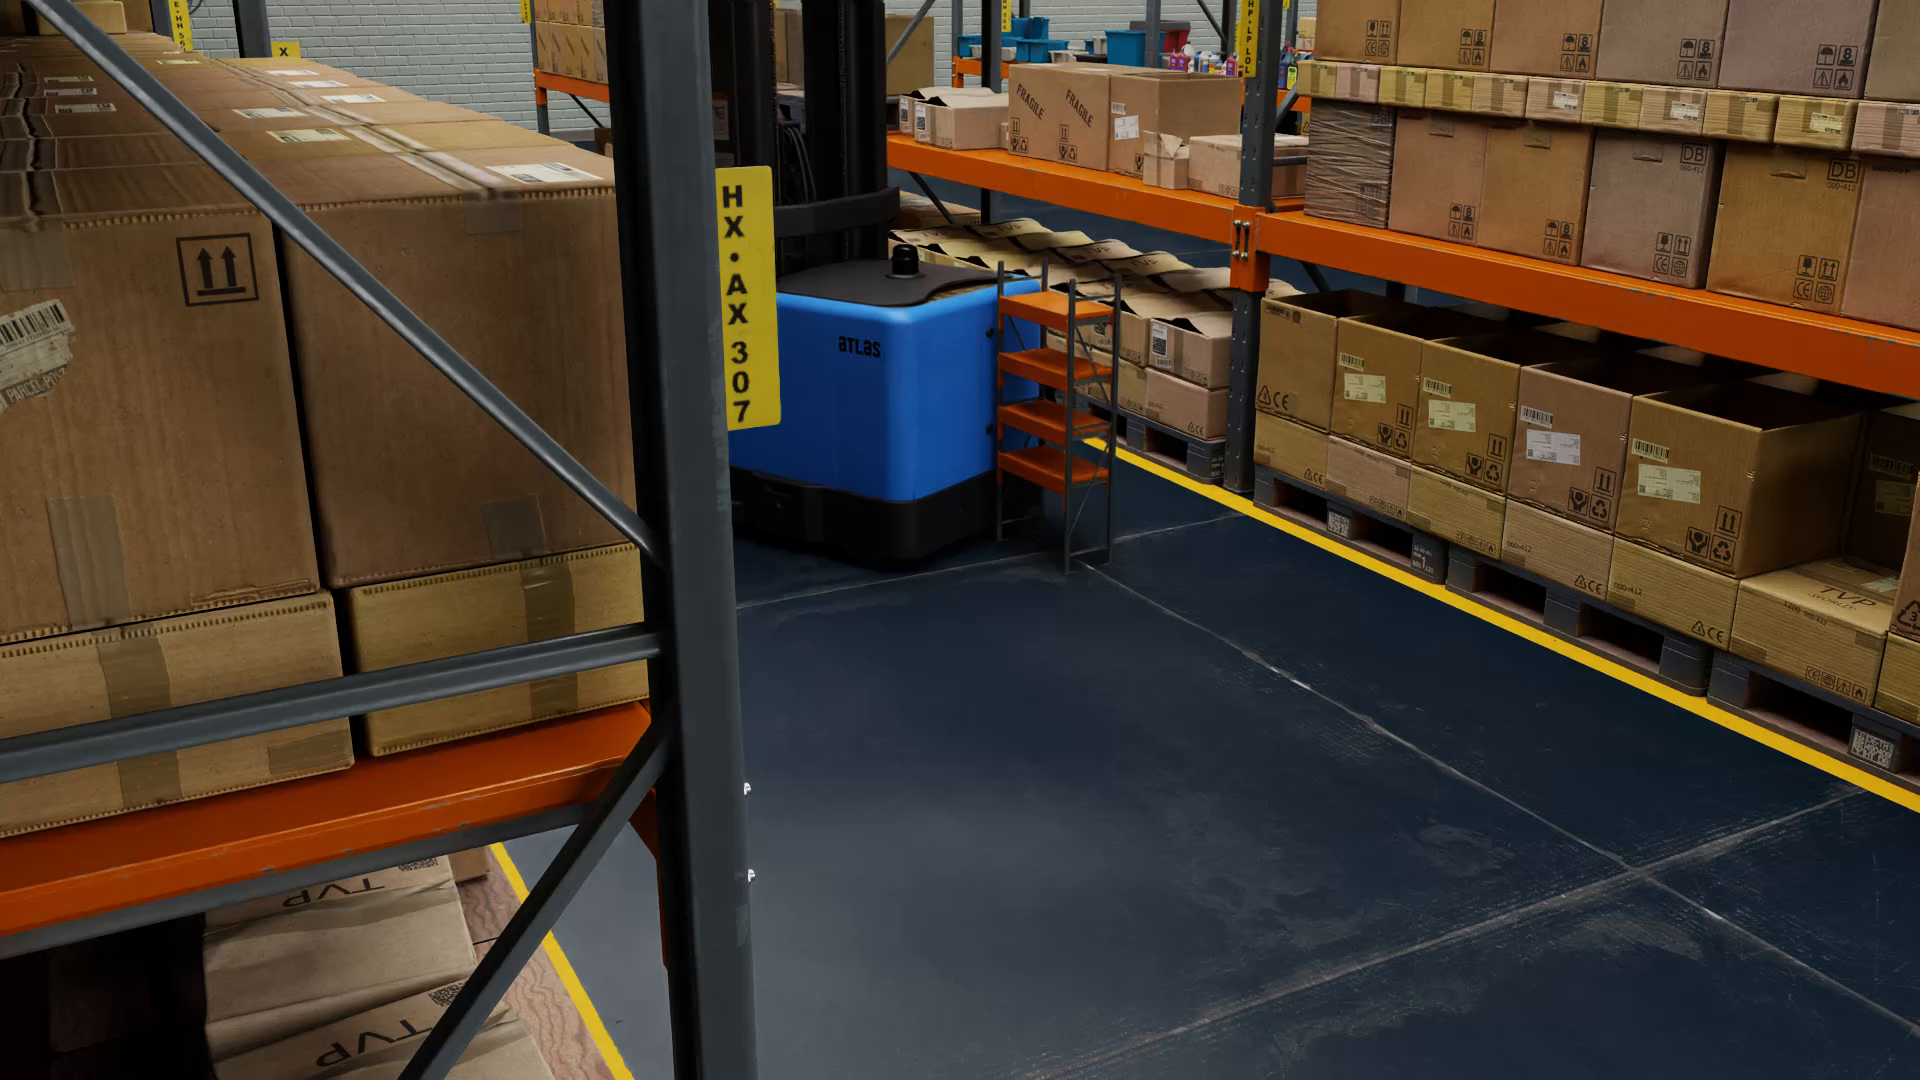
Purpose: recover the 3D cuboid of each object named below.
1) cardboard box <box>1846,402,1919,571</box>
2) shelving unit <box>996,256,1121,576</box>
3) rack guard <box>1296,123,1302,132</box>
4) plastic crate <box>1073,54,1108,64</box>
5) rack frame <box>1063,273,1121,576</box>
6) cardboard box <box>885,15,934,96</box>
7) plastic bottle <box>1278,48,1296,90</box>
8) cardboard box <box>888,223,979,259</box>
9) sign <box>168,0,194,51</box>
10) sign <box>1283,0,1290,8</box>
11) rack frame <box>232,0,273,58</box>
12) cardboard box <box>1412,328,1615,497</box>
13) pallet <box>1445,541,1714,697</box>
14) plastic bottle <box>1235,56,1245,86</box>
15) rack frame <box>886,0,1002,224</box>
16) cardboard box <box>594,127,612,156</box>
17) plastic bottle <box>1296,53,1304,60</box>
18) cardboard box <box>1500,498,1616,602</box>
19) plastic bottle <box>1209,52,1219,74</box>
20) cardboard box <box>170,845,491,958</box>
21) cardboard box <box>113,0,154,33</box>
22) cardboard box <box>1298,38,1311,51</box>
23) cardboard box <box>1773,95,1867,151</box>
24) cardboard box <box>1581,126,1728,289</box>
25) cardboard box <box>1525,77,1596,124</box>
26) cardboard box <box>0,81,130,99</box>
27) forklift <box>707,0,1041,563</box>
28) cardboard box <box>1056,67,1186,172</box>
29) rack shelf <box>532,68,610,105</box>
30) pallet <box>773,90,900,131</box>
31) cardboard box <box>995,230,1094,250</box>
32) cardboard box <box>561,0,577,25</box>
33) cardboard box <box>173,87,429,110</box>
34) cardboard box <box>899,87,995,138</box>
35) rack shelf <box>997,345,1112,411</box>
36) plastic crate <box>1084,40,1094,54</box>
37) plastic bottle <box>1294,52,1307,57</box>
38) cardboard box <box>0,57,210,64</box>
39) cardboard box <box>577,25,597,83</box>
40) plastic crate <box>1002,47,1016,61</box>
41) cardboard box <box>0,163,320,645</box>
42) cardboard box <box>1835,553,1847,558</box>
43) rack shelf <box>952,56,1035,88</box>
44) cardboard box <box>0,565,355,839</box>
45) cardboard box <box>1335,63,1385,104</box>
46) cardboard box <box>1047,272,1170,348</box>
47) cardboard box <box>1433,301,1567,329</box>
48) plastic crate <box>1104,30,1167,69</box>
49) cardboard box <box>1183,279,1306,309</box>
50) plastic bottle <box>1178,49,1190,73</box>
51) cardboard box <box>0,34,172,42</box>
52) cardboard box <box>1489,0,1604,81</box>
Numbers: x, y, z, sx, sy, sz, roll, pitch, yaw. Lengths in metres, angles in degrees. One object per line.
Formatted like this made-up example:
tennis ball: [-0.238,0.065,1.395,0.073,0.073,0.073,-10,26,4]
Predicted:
cardboard box: [3.307,-0.156,5.407,0.500,0.500,0.500,-10,21,-27]
shelving unit: [0.389,-0.513,6.778,0.258,1.200,0.503,-12,22,-31]
rack guard: [4.716,-5.523,22.371,1.175,0.500,0.348,-10,21,-27]
plastic crate: [1.500,-4.960,17.237,0.437,0.125,0.590,-10,21,-27]
rack frame: [0.521,-0.446,6.584,0.240,1.200,0.015,-12,22,-31]
cardboard box: [-0.592,-3.277,11.232,0.500,0.500,0.700,16,25,39]
plastic bottle: [2.867,-4.132,14.584,0.144,0.351,0.185,-10,21,-27]
cardboard box: [-0.204,-1.836,10.565,0.500,0.311,0.500,-9,21,-25]
sign: [-4.079,-2.696,8.692,0.100,0.325,0.005,-10,21,-27]
sign: [4.236,-7.060,21.545,0.100,0.325,0.005,-10,21,-27]
rack frame: [-2.652,-0.951,5.289,1.000,3.000,0.127,-10,21,-27]
cardboard box: [2.125,-0.504,6.416,0.500,0.500,0.500,-10,21,-27]
pallet: [2.630,0.184,6.274,1.003,0.211,1.213,-10,21,-27]
plastic bottle: [2.592,-4.266,15.086,0.152,0.276,0.135,-10,21,-27]
rack frame: [-0.194,-2.868,10.844,1.000,3.000,0.127,-10,21,-27]
cardboard box: [-3.518,-4.073,17.493,0.500,0.500,0.500,-10,21,-27]
plastic bottle: [3.115,-4.345,15.323,0.097,0.271,0.097,0,19,0]
cardboard box: [2.367,-0.007,6.124,0.500,0.250,0.500,-10,21,-27]
plastic bottle: [2.357,-4.387,15.444,0.097,0.271,0.097,0,19,0]
cardboard box: [-1.577,0.576,4.021,0.700,0.500,0.500,-12,22,-30]
cardboard box: [-4.554,-2.830,8.944,0.500,0.250,0.500,-9,21,-25]
cardboard box: [4.605,-6.426,21.540,0.380,0.149,0.250,-10,21,-26]
cardboard box: [2.766,-1.301,5.157,0.380,0.149,0.250,-9,21,-25]
cardboard box: [2.657,-1.198,5.853,0.700,0.500,0.500,-9,21,-25]
cardboard box: [2.278,-1.597,6.013,0.380,0.149,0.250,-11,22,-28]
cardboard box: [-2.139,-0.784,3.854,0.500,0.500,0.500,-9,21,-25]
forklift: [-1.130,-1.653,7.430,3.031,2.935,1.130,13,23,34]
cardboard box: [0.867,-2.285,9.001,0.500,0.500,0.500,-10,21,-27]
rack shelf: [-3.043,-4.250,15.953,1.077,0.370,4.000,-10,21,-27]
pallet: [-0.578,-2.961,11.407,1.213,0.211,1.003,-10,21,-27]
cardboard box: [0.524,-1.771,10.378,0.500,0.311,0.500,-10,22,-27]
cardboard box: [-3.526,-5.223,15.982,0.500,0.500,0.500,-10,21,-26]
cardboard box: [-1.436,-0.719,3.665,0.500,0.500,0.500,-9,21,-25]
cardboard box: [-0.060,-2.714,10.536,0.500,0.311,0.500,-9,21,-23]
rack shelf: [0.389,-0.661,6.727,0.258,0.148,0.480,-12,22,-31]
plastic crate: [1.569,-5.330,18.144,0.416,0.233,0.300,-10,21,-27]
plastic bottle: [3.152,-4.411,15.506,0.152,0.276,0.135,-10,21,-27]
cardboard box: [-2.864,-1.358,5.640,0.700,0.500,0.500,-10,21,-26]
cardboard box: [-3.293,-4.608,15.733,0.500,0.500,0.500,-10,21,-26]
plastic crate: [0.597,-5.413,18.531,0.250,0.136,0.298,-10,21,-27]
cardboard box: [-1.164,-0.198,2.157,0.500,0.500,0.500,-10,22,-27]
cardboard box: [3.068,0.055,5.945,0.500,0.250,0.500,-10,21,-27]
rack shelf: [1.318,-5.016,18.173,1.077,0.370,4.000,-10,21,-27]
cardboard box: [-1.145,0.154,2.285,0.500,0.250,0.500,-10,21,-26]
cardboard box: [1.782,-1.894,6.875,0.380,0.149,0.250,-10,21,-26]
cardboard box: [0.773,-1.247,8.859,0.500,0.311,0.500,-10,21,-27]
cardboard box: [2.345,-0.728,7.065,0.500,0.500,0.500,-10,21,-27]
plastic crate: [1.746,-4.884,16.620,0.392,0.384,0.575,-10,21,-27]
cardboard box: [1.495,-1.185,8.679,0.500,0.311,0.500,-10,22,-27]
plastic bottle: [2.130,-4.517,15.803,0.061,0.283,0.133,-10,21,-27]
cardboard box: [-4.030,-2.065,7.690,0.700,0.500,0.500,-12,23,-32]
cardboard box: [2.400,-1.965,6.085,0.700,0.500,0.500,-10,21,-27]
